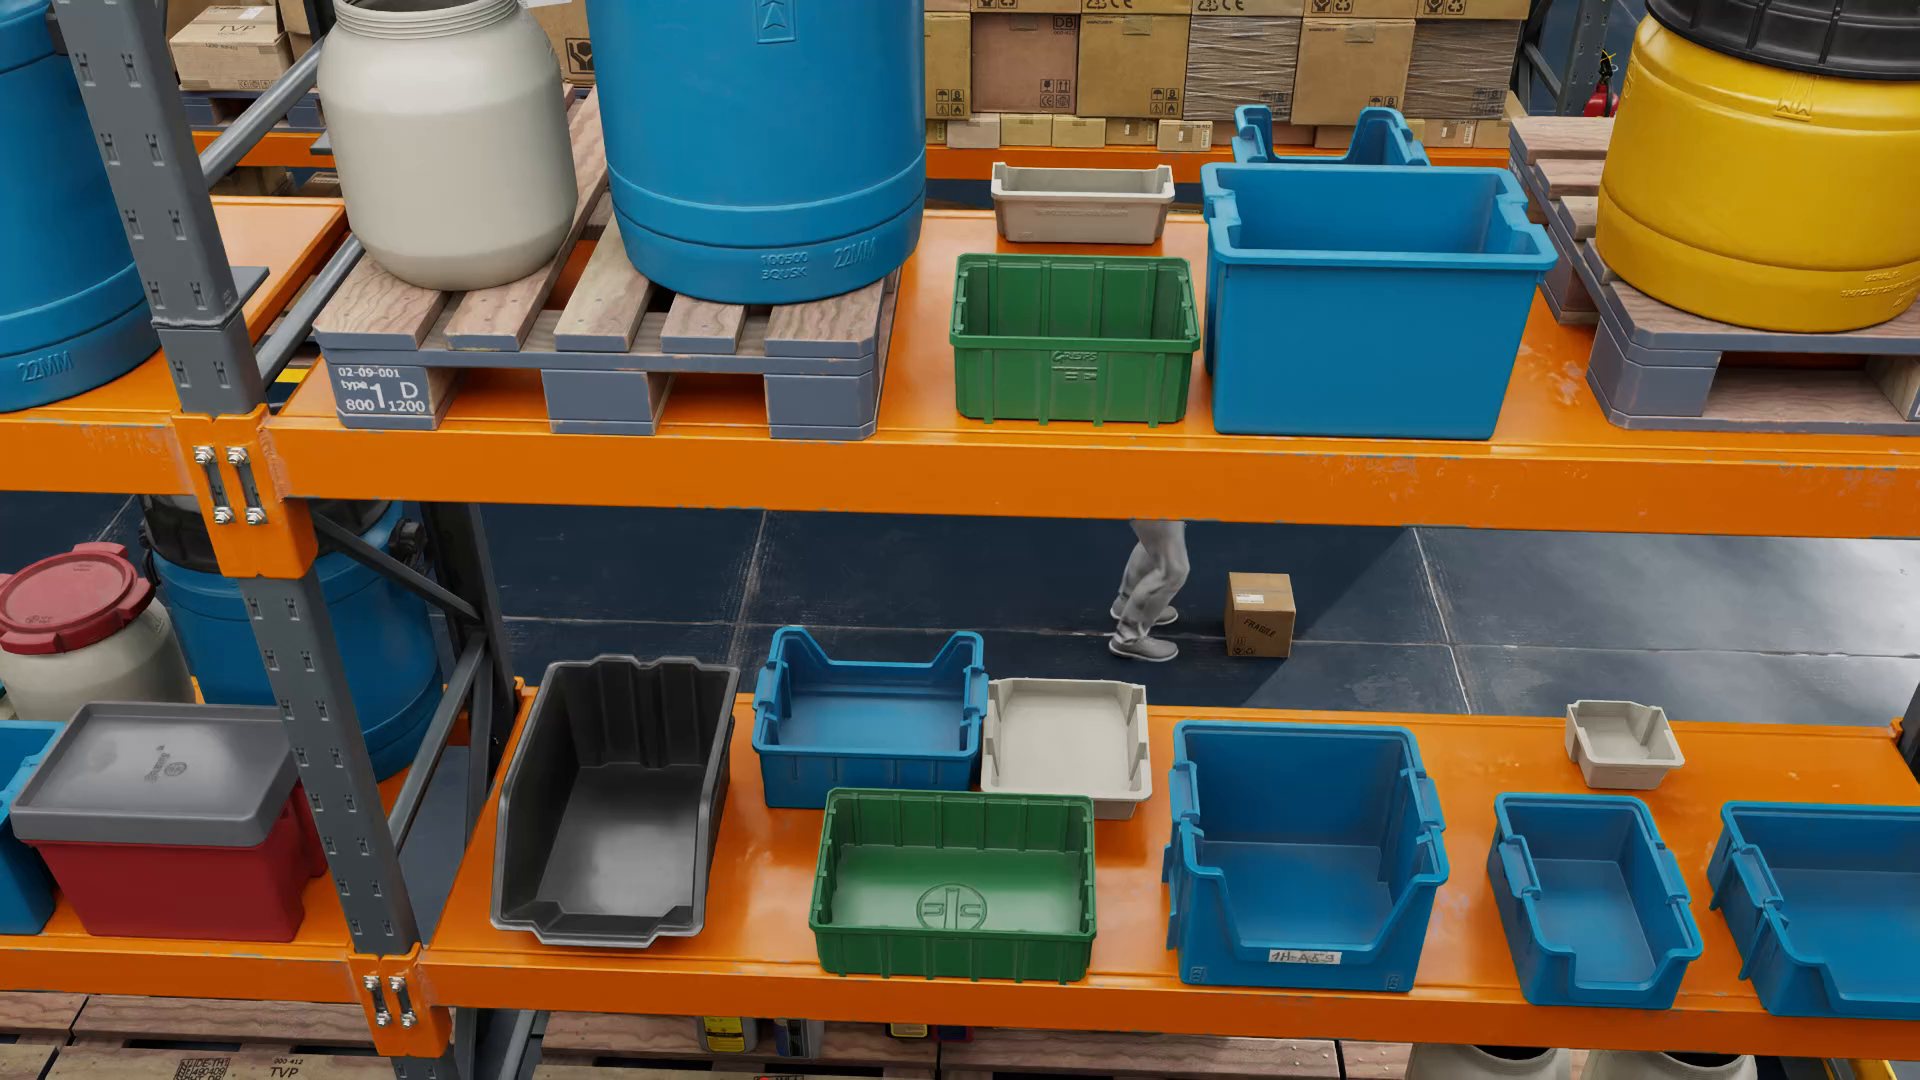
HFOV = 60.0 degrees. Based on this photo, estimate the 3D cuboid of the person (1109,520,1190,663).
[{"bbox_3d":[0.799,-0.262,6.571,0.485,1.604,0.508,2,36,3],"label":"person"}]
